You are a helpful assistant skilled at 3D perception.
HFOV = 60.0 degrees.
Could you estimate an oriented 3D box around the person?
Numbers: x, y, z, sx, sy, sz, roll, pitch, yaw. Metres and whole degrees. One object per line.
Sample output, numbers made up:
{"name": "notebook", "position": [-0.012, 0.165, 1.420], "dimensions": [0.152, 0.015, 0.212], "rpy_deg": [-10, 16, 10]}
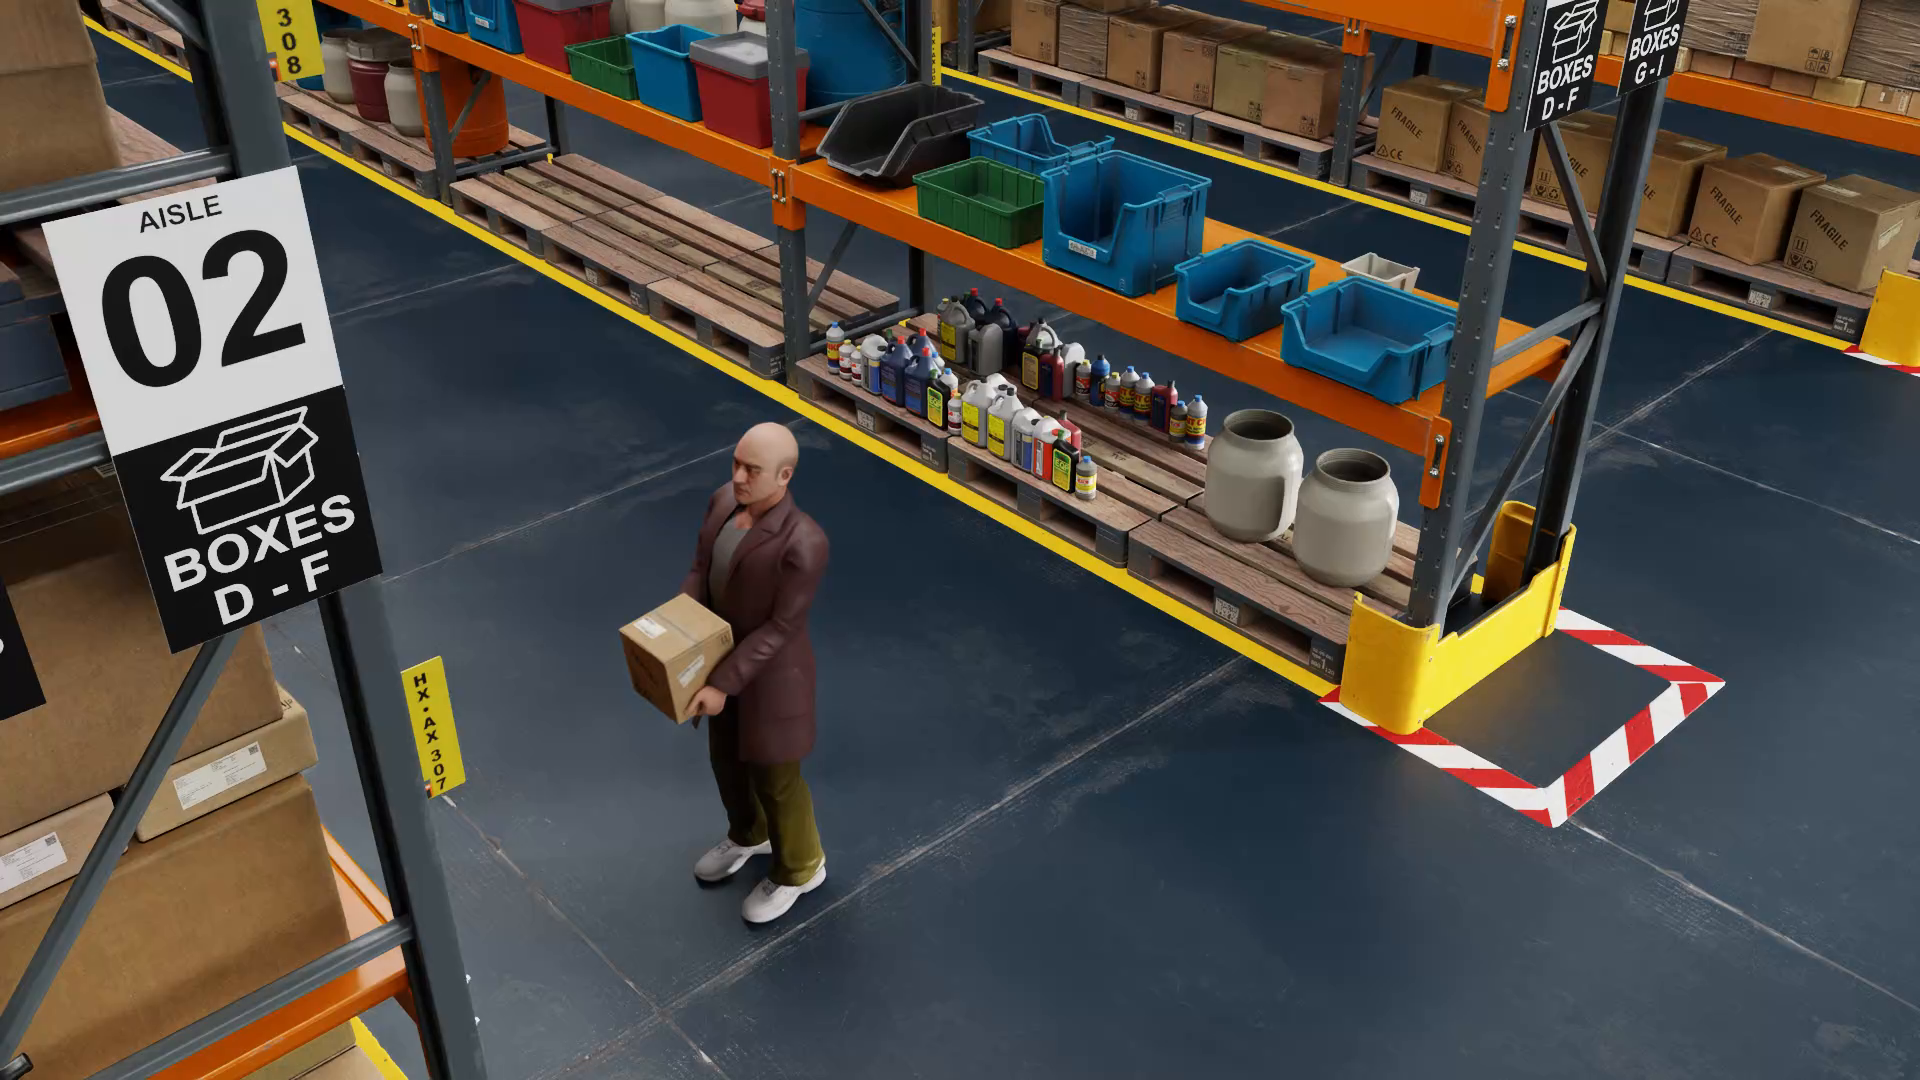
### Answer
{"name": "person", "position": [-0.729, 0.465, 5.390], "dimensions": [0.554, 1.769, 0.530], "rpy_deg": [-26, 40, -35]}
